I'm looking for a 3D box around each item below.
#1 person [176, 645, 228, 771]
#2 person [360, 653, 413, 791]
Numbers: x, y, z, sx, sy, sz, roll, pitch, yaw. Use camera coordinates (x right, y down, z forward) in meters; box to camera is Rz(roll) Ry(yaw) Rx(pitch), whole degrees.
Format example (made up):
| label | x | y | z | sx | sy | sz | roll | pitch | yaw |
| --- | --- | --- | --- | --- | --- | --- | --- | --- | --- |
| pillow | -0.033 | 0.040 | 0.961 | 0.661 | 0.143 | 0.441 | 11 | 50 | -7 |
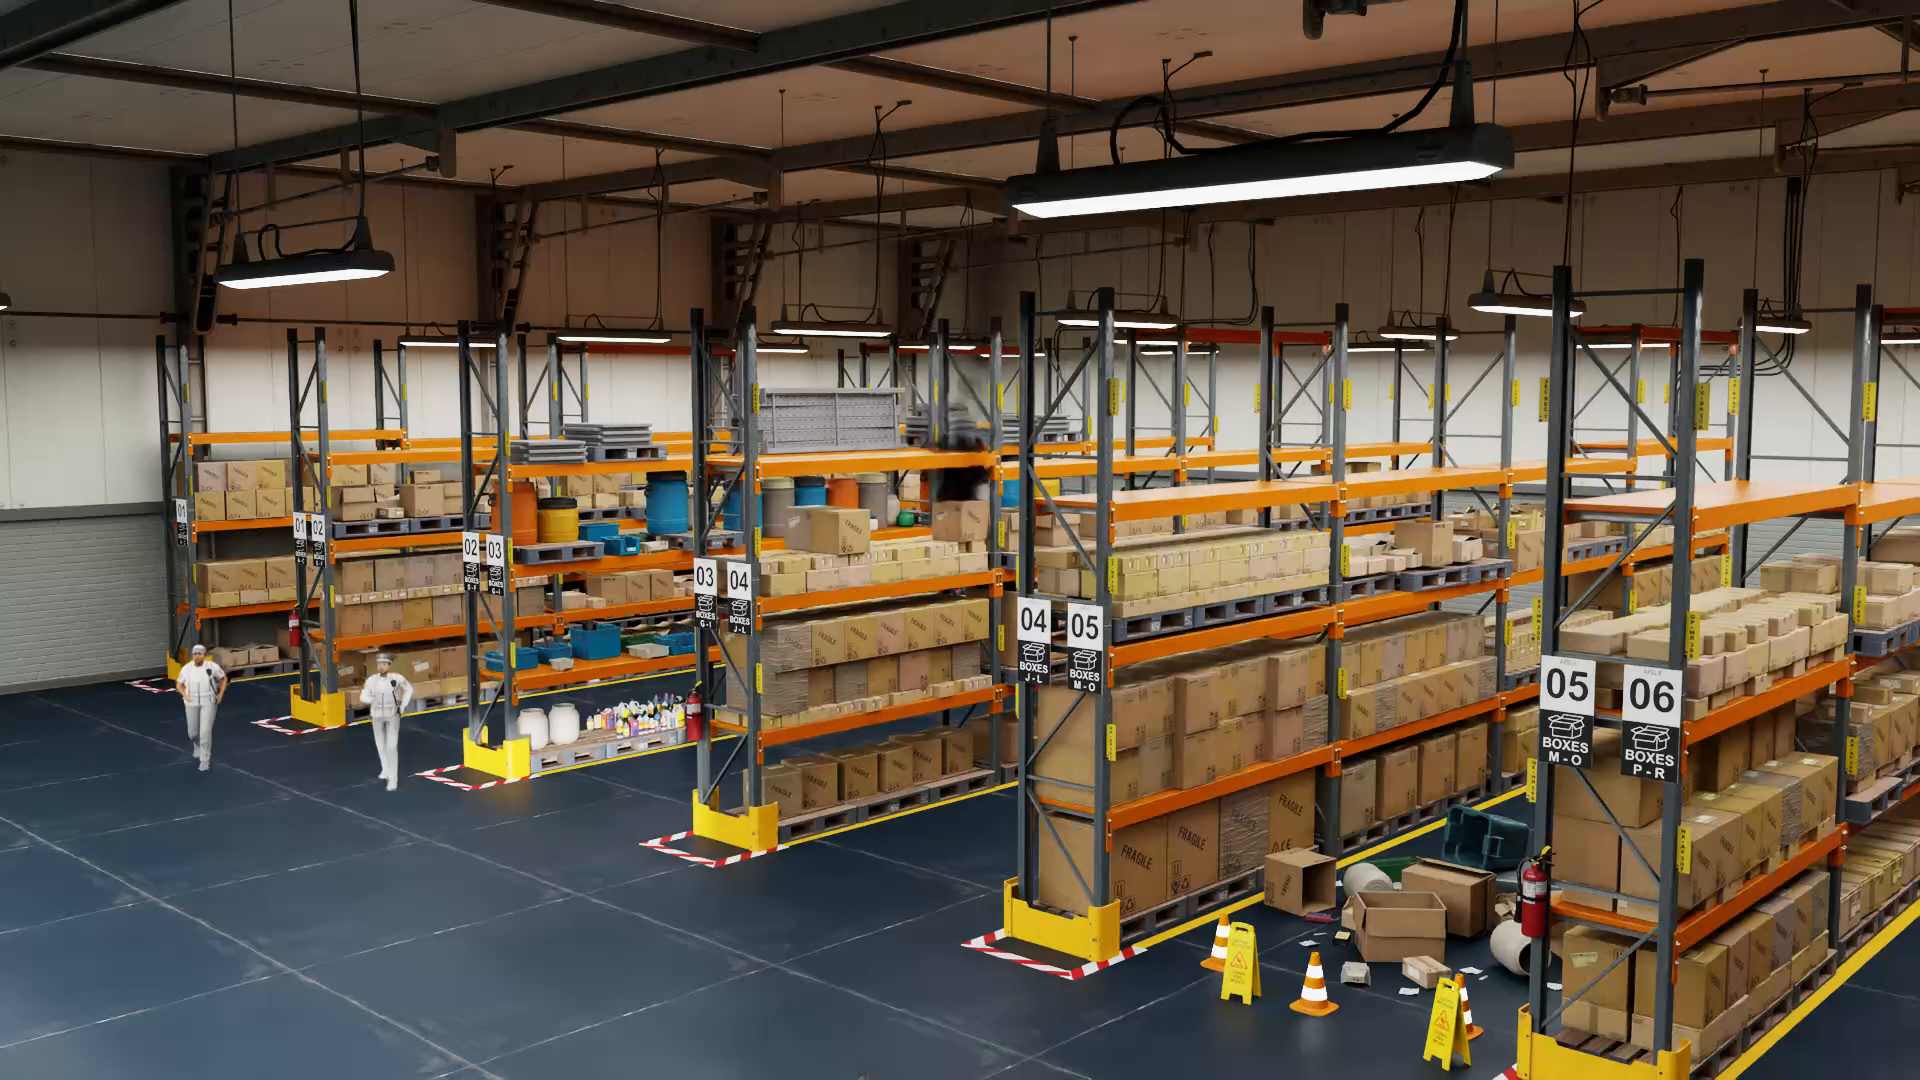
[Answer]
| label | x | y | z | sx | sy | sz | roll | pitch | yaw |
| --- | --- | --- | --- | --- | --- | --- | --- | --- | --- |
| person | -10.284 | 2.236 | 22.535 | 0.594 | 1.668 | 0.764 | -1 | 6 | -15 |
| person | -7.384 | 2.320 | 21.396 | 0.609 | 1.765 | 0.690 | 0 | 5 | -4 |
